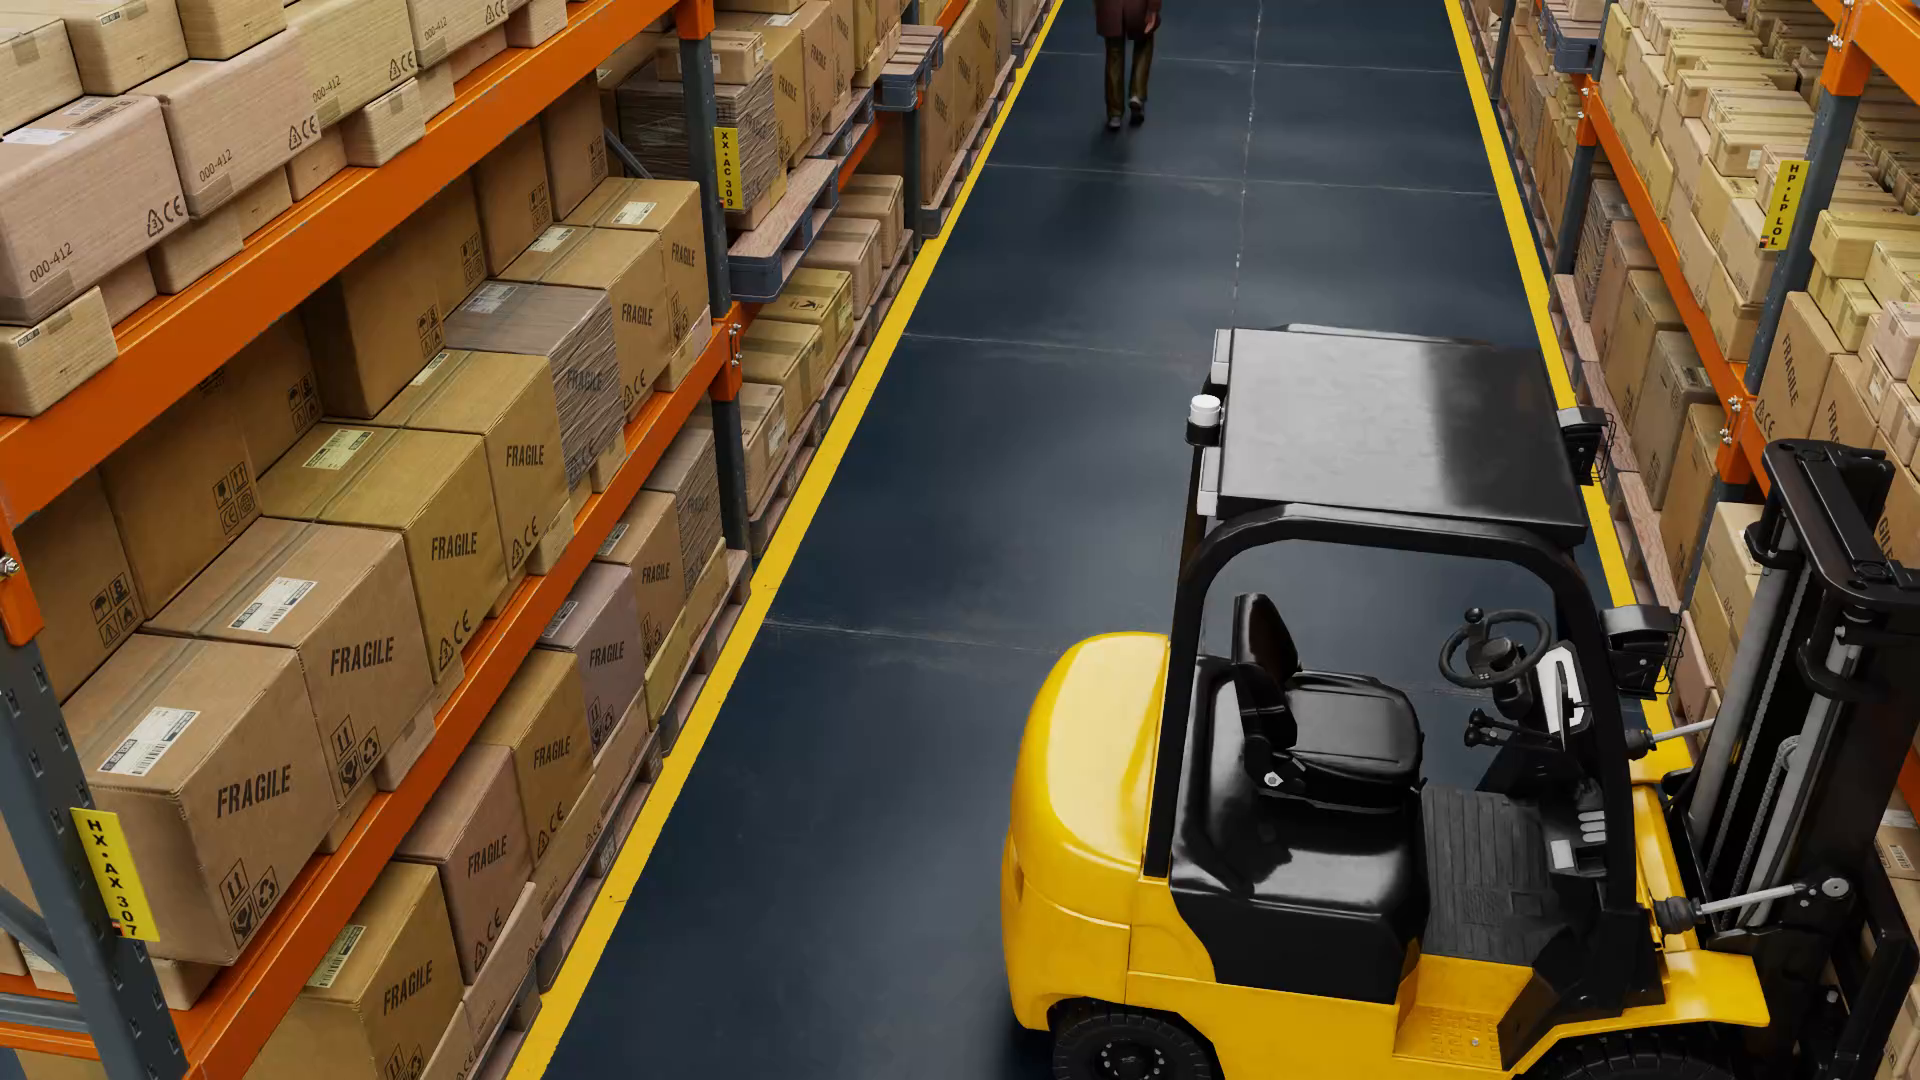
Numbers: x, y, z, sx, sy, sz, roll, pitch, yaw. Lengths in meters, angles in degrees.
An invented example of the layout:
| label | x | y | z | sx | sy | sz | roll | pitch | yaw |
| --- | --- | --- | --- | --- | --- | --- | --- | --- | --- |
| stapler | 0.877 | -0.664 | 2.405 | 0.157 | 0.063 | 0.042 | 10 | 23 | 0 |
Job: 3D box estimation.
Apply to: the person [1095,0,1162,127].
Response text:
| label | x | y | z | sx | sy | sz | roll | pitch | yaw |
| --- | --- | --- | --- | --- | --- | --- | --- | --- | --- |
| person | 1.264 | -4.033 | 12.640 | 0.565 | 1.842 | 0.548 | 5 | 32 | 8 |
